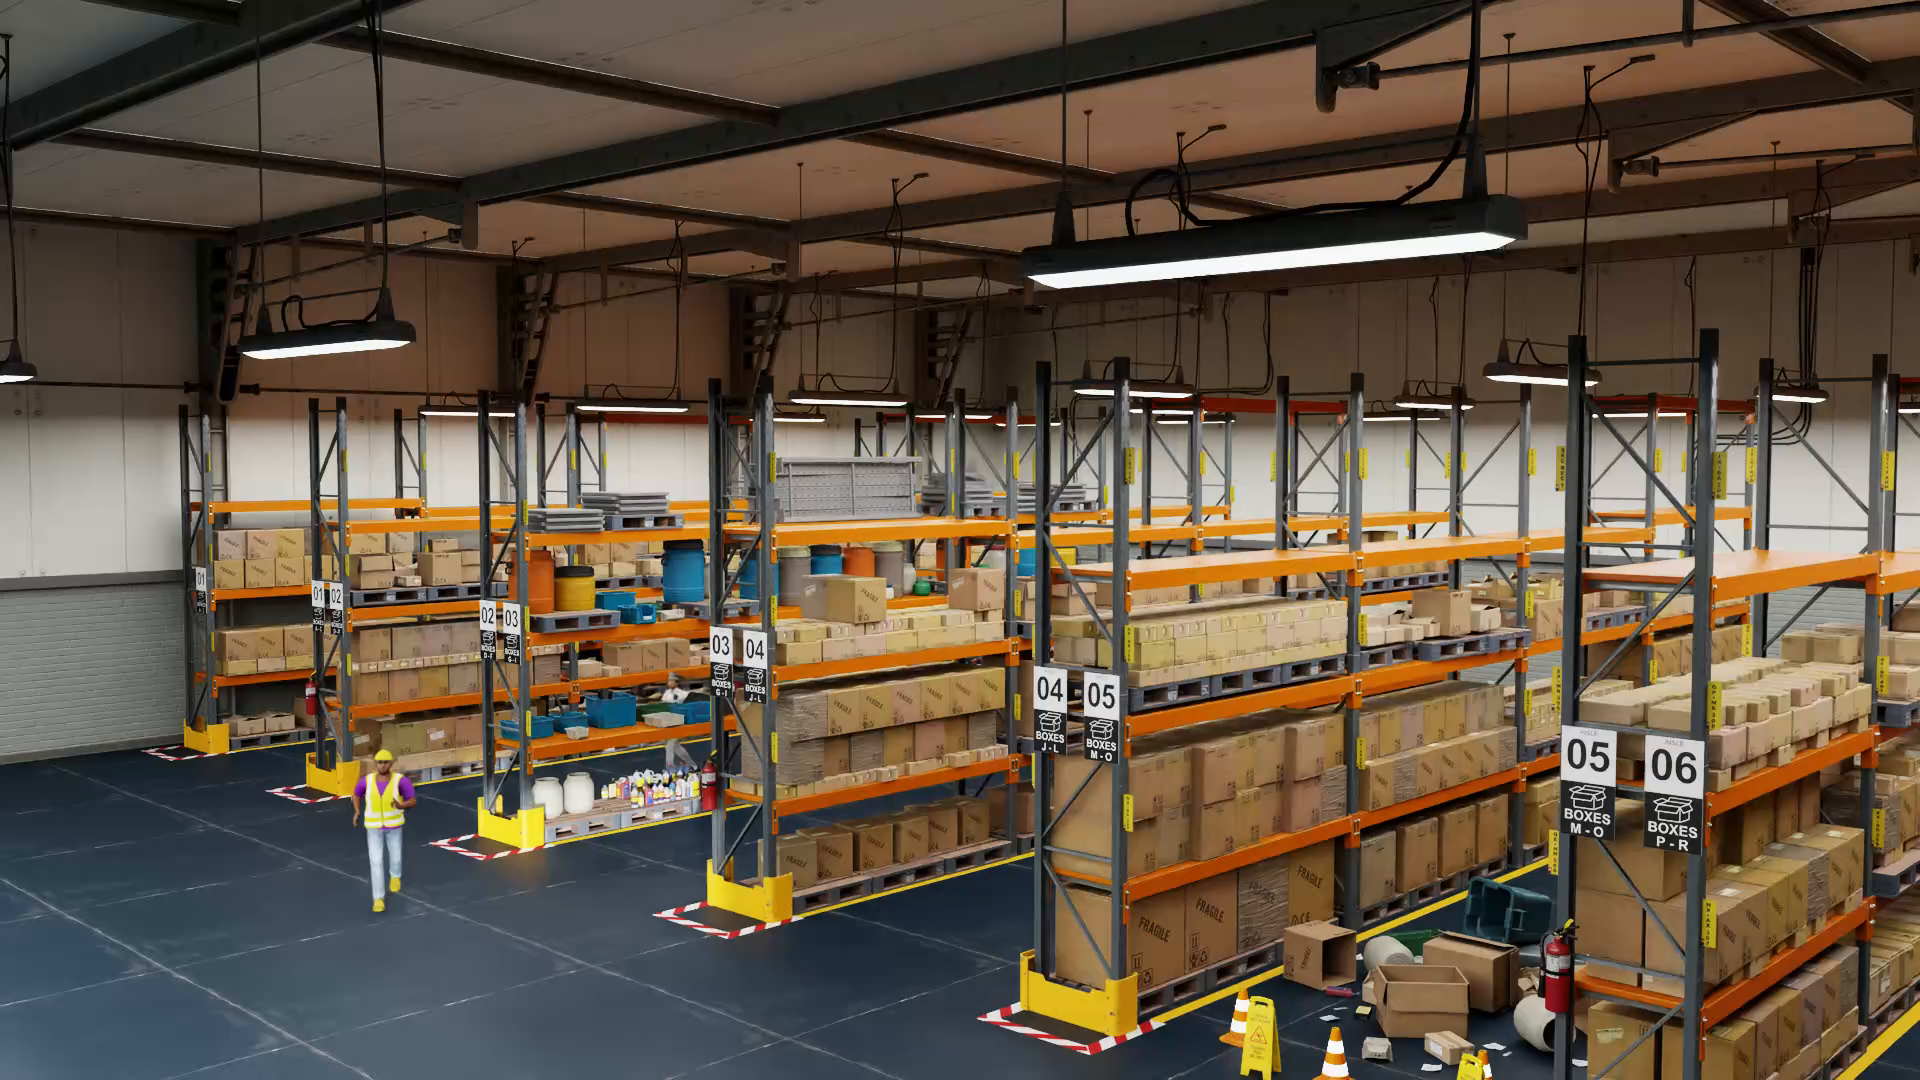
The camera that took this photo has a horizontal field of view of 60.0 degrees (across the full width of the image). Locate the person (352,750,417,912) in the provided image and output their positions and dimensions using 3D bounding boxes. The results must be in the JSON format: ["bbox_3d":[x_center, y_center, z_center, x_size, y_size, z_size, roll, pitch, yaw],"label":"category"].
[{"bbox_3d":[-6.556,3.260,18.947,0.705,1.744,0.990,-1,3,-16],"label":"person"}]

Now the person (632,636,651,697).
[{"bbox_3d":[-6.159,2.616,32.171,0.648,1.709,0.934,2,4,34],"label":"person"}]

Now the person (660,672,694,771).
[{"bbox_3d":[-4.484,2.922,26.161,0.598,1.715,0.884,2,4,39],"label":"person"}]
